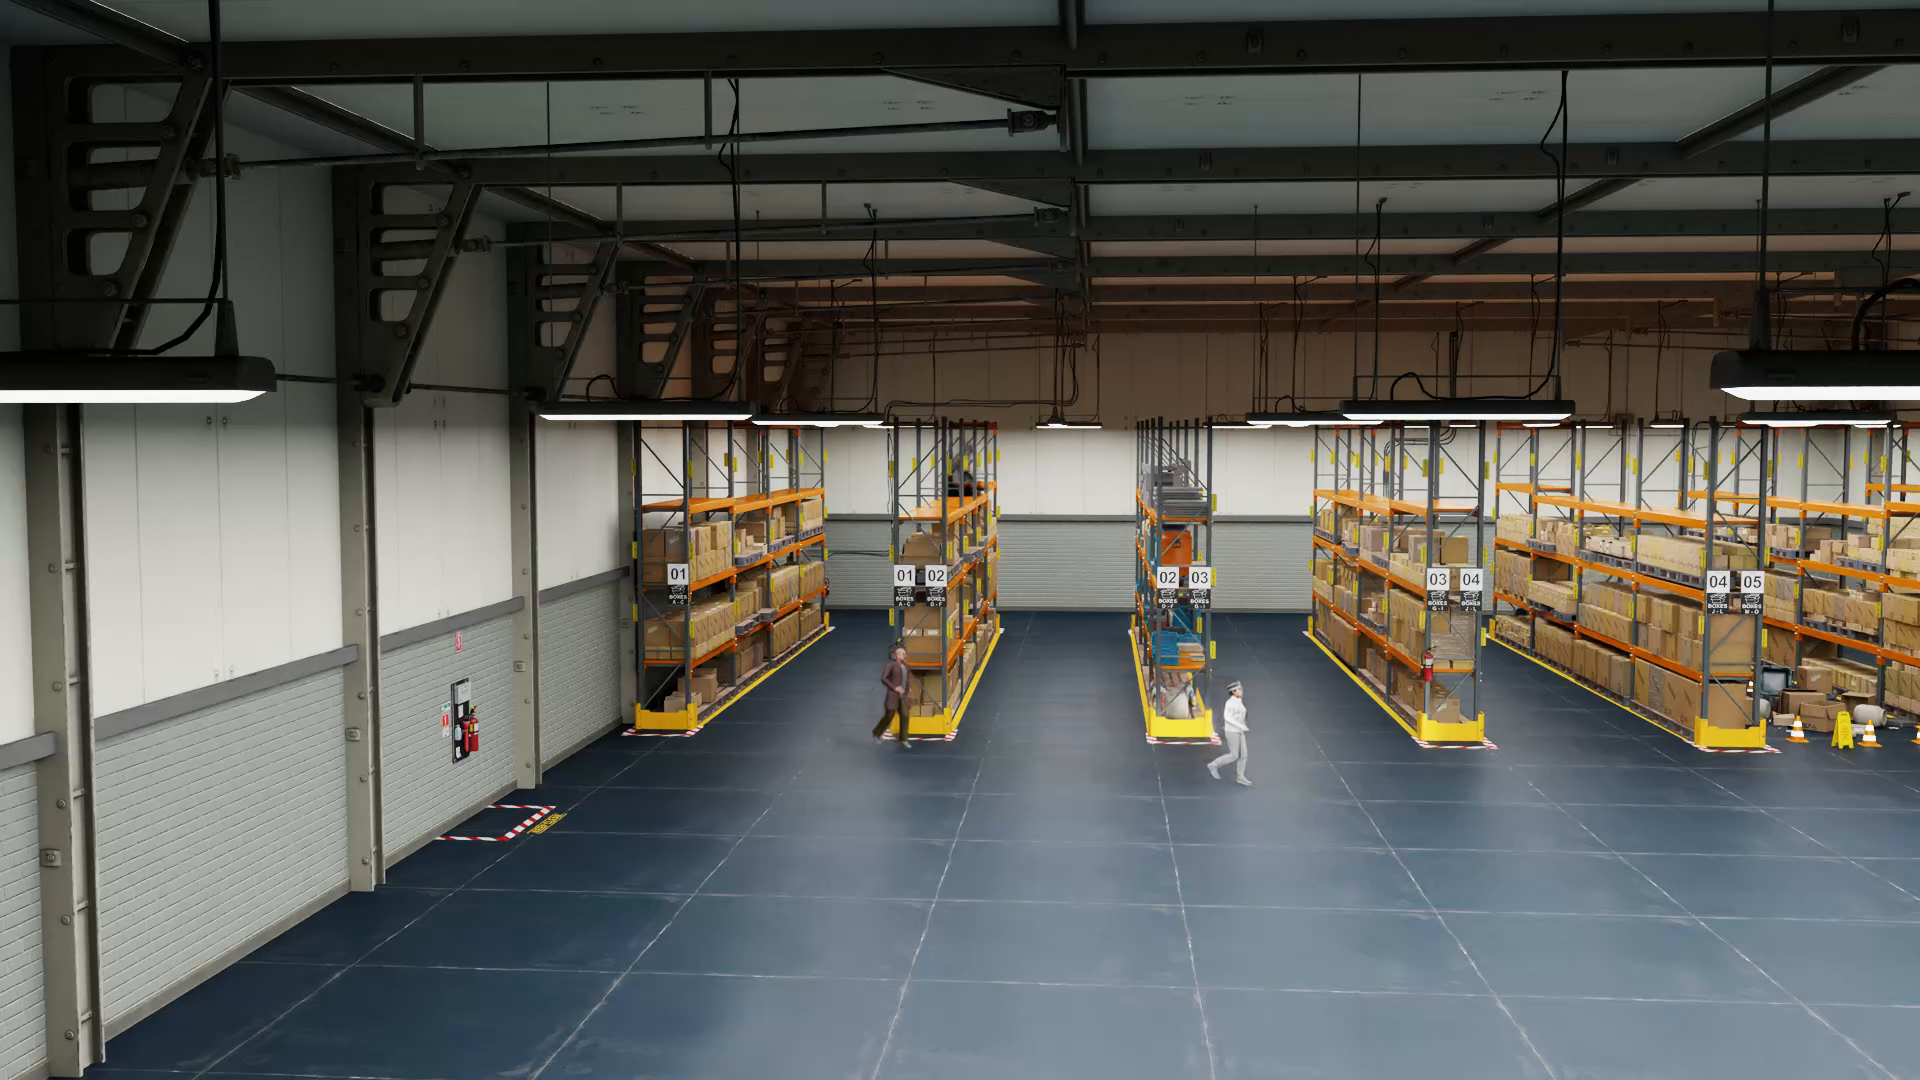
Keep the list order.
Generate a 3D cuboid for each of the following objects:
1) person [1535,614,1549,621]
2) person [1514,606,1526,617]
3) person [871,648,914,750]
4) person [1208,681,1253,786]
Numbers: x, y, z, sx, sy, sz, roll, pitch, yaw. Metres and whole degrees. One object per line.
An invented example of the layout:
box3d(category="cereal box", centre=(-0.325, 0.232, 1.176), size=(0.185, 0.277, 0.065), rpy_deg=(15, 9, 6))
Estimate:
box3d(category="person", centre=(16.510, 1.786, 47.409), size=(0.717, 1.705, 0.733), rpy_deg=(1, 4, 8))
box3d(category="person", centre=(15.964, 1.854, 47.240), size=(0.696, 1.615, 0.524), rpy_deg=(3, 5, 38))
box3d(category="person", centre=(-1.098, 2.856, 30.187), size=(0.764, 1.763, 0.966), rpy_deg=(-3, 5, -43))
box3d(category="person", centre=(4.420, 3.125, 27.041), size=(0.737, 1.696, 0.644), rpy_deg=(2, 4, 27))
